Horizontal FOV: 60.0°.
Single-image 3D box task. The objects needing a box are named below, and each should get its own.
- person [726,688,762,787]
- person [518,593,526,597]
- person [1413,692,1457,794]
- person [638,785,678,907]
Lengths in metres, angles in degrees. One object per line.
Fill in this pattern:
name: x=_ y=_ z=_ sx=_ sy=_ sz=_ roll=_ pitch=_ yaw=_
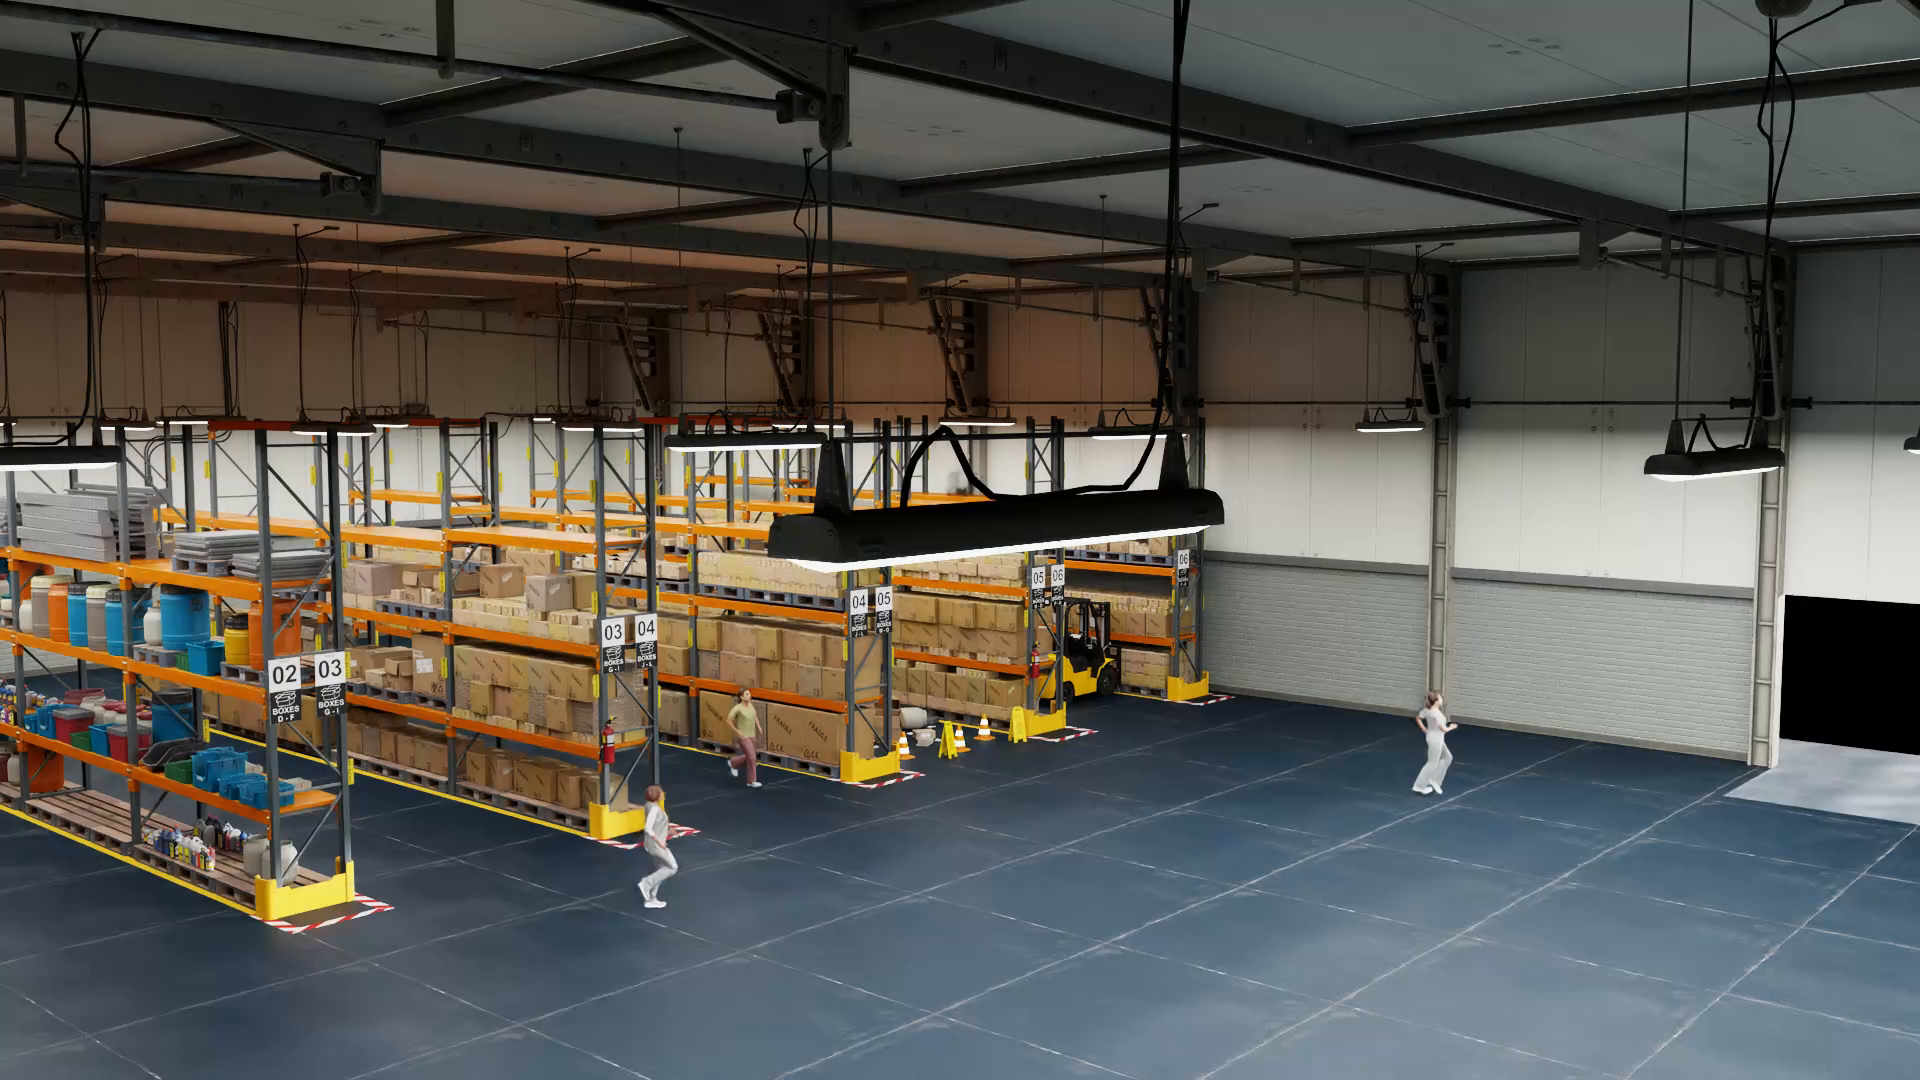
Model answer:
person: x=-3.575 y=3.233 z=27.401 sx=0.769 sy=1.631 sz=0.616 roll=3 pitch=6 yaw=34
person: x=-11.476 y=1.912 z=43.174 sx=0.590 sy=1.667 sz=0.803 roll=-3 pitch=6 yaw=-31
person: x=7.641 y=3.277 z=26.749 sx=0.707 sy=1.693 sz=0.532 roll=0 pitch=5 yaw=0
person: x=-3.779 y=3.839 z=20.798 sx=0.541 sy=1.537 sz=0.533 roll=-2 pitch=5 yaw=-23
